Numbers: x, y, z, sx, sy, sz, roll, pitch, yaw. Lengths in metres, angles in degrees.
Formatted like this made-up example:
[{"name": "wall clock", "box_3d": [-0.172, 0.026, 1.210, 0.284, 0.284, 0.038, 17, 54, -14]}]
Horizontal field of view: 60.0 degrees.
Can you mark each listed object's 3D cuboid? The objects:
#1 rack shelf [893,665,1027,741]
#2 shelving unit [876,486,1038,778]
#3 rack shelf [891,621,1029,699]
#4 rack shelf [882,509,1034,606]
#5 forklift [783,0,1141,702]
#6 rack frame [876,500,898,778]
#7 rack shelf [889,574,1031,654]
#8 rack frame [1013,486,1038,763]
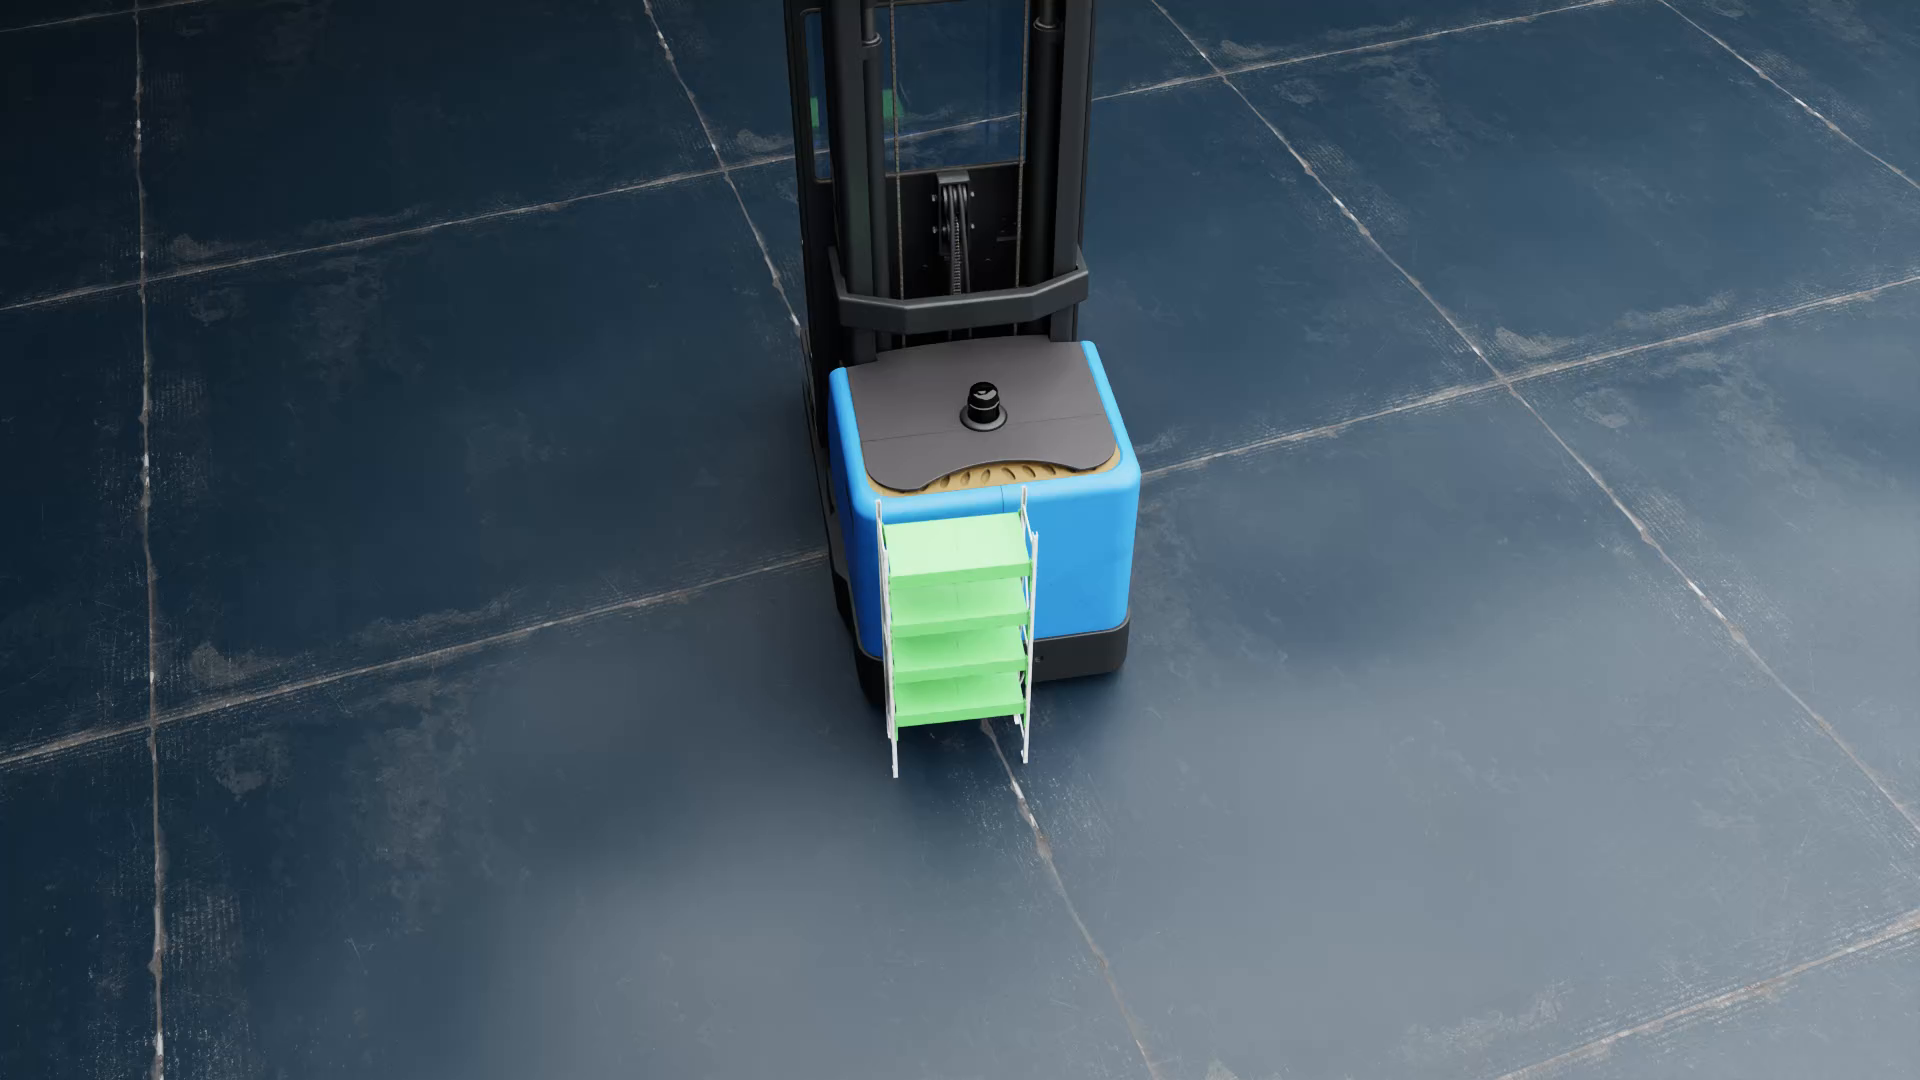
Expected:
[{"name": "rack shelf", "box_3d": [-0.013, 0.566, 6.077, 0.480, 0.148, 0.258, -6, 45, -6]}, {"name": "shelving unit", "box_3d": [-0.013, 0.351, 5.862, 0.503, 1.200, 0.258, -6, 45, -6]}, {"name": "rack shelf", "box_3d": [-0.013, 0.396, 5.907, 0.480, 0.148, 0.258, -6, 45, -6]}, {"name": "rack shelf", "box_3d": [-0.013, 0.057, 5.567, 0.480, 0.148, 0.258, -6, 45, -6]}, {"name": "forklift", "box_3d": [-0.108, -1.475, 6.460, 1.130, 2.935, 3.031, -7, 46, -7]}, {"name": "rack frame", "box_3d": [-0.255, 0.375, 5.838, 0.015, 1.200, 0.240, -6, 45, -6]}, {"name": "rack shelf", "box_3d": [-0.013, 0.227, 5.737, 0.480, 0.148, 0.258, -6, 45, -6]}, {"name": "rack frame", "box_3d": [0.228, 0.327, 5.886, 0.015, 1.200, 0.240, -6, 45, -6]}]
